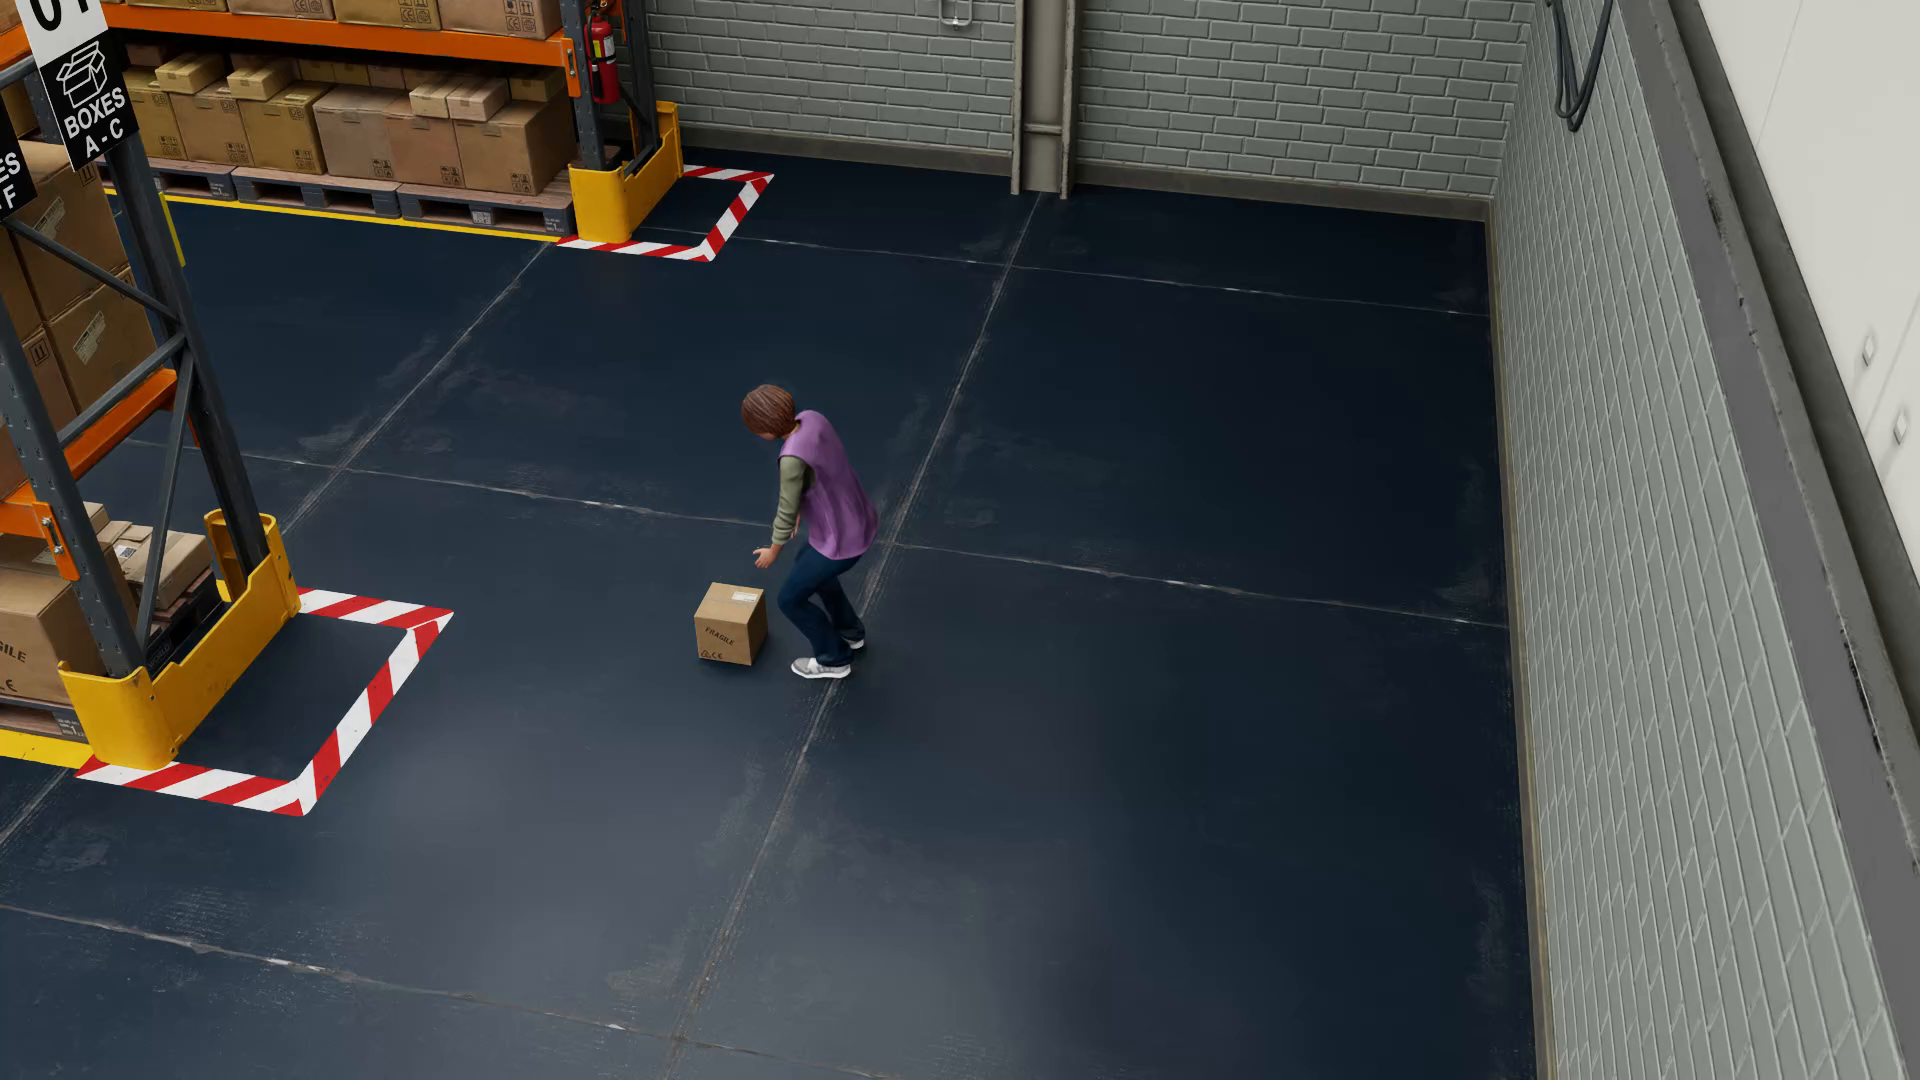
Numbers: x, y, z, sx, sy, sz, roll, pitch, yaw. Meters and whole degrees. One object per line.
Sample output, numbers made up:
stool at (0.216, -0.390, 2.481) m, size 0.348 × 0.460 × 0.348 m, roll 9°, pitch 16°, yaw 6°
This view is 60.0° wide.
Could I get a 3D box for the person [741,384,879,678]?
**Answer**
person at (-0.627, -0.016, 7.128) m, size 0.540 × 1.444 × 0.454 m, roll 8°, pitch 38°, yaw 10°
